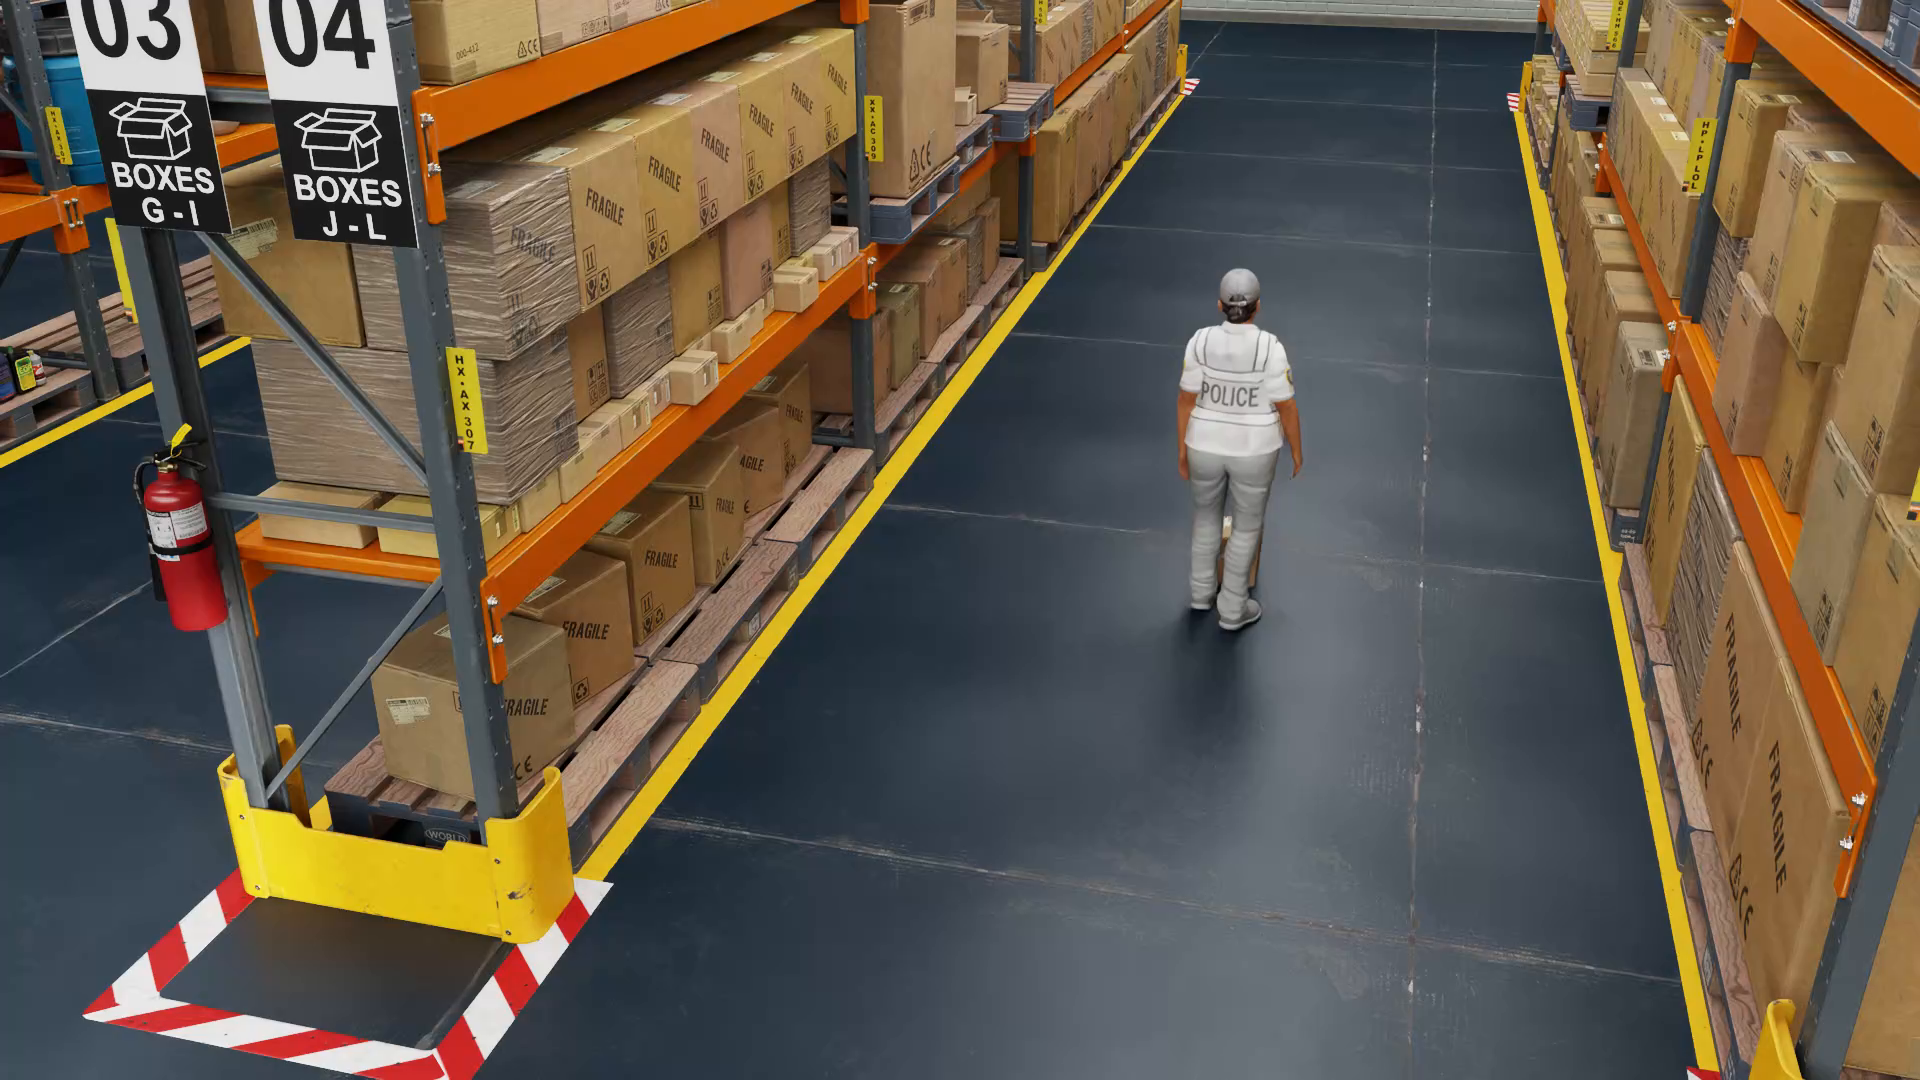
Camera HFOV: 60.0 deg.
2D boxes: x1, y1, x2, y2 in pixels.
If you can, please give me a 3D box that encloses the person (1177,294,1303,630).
[{"bbox_3d":[1.253,-0.373,7.450,0.540,1.679,0.463,11,28,23],"label":"person"}]
